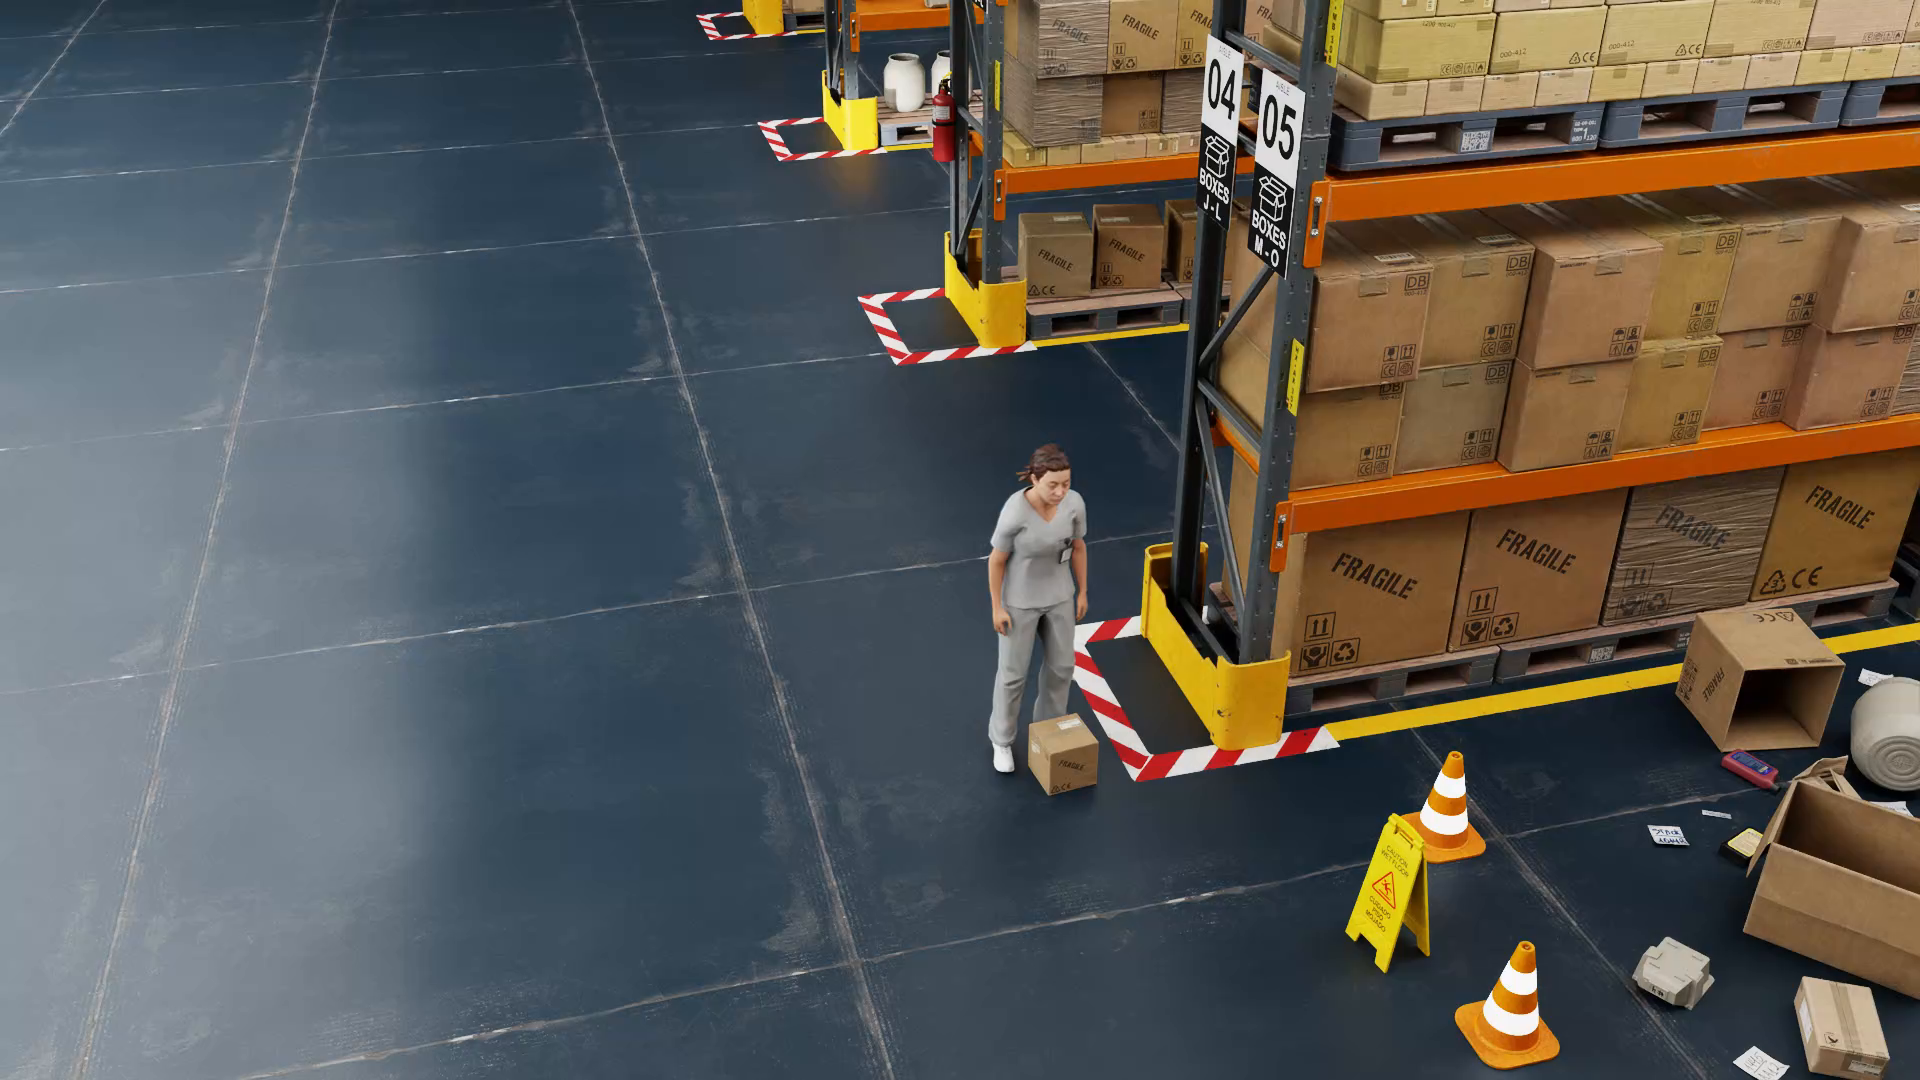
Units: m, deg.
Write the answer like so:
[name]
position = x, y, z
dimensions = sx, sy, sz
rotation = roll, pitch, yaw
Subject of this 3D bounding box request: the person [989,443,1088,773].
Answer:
[person]
position = 0.366, 0.291, 7.739
dimensions = 0.493, 1.673, 0.356
rotation = -11, 32, -17
